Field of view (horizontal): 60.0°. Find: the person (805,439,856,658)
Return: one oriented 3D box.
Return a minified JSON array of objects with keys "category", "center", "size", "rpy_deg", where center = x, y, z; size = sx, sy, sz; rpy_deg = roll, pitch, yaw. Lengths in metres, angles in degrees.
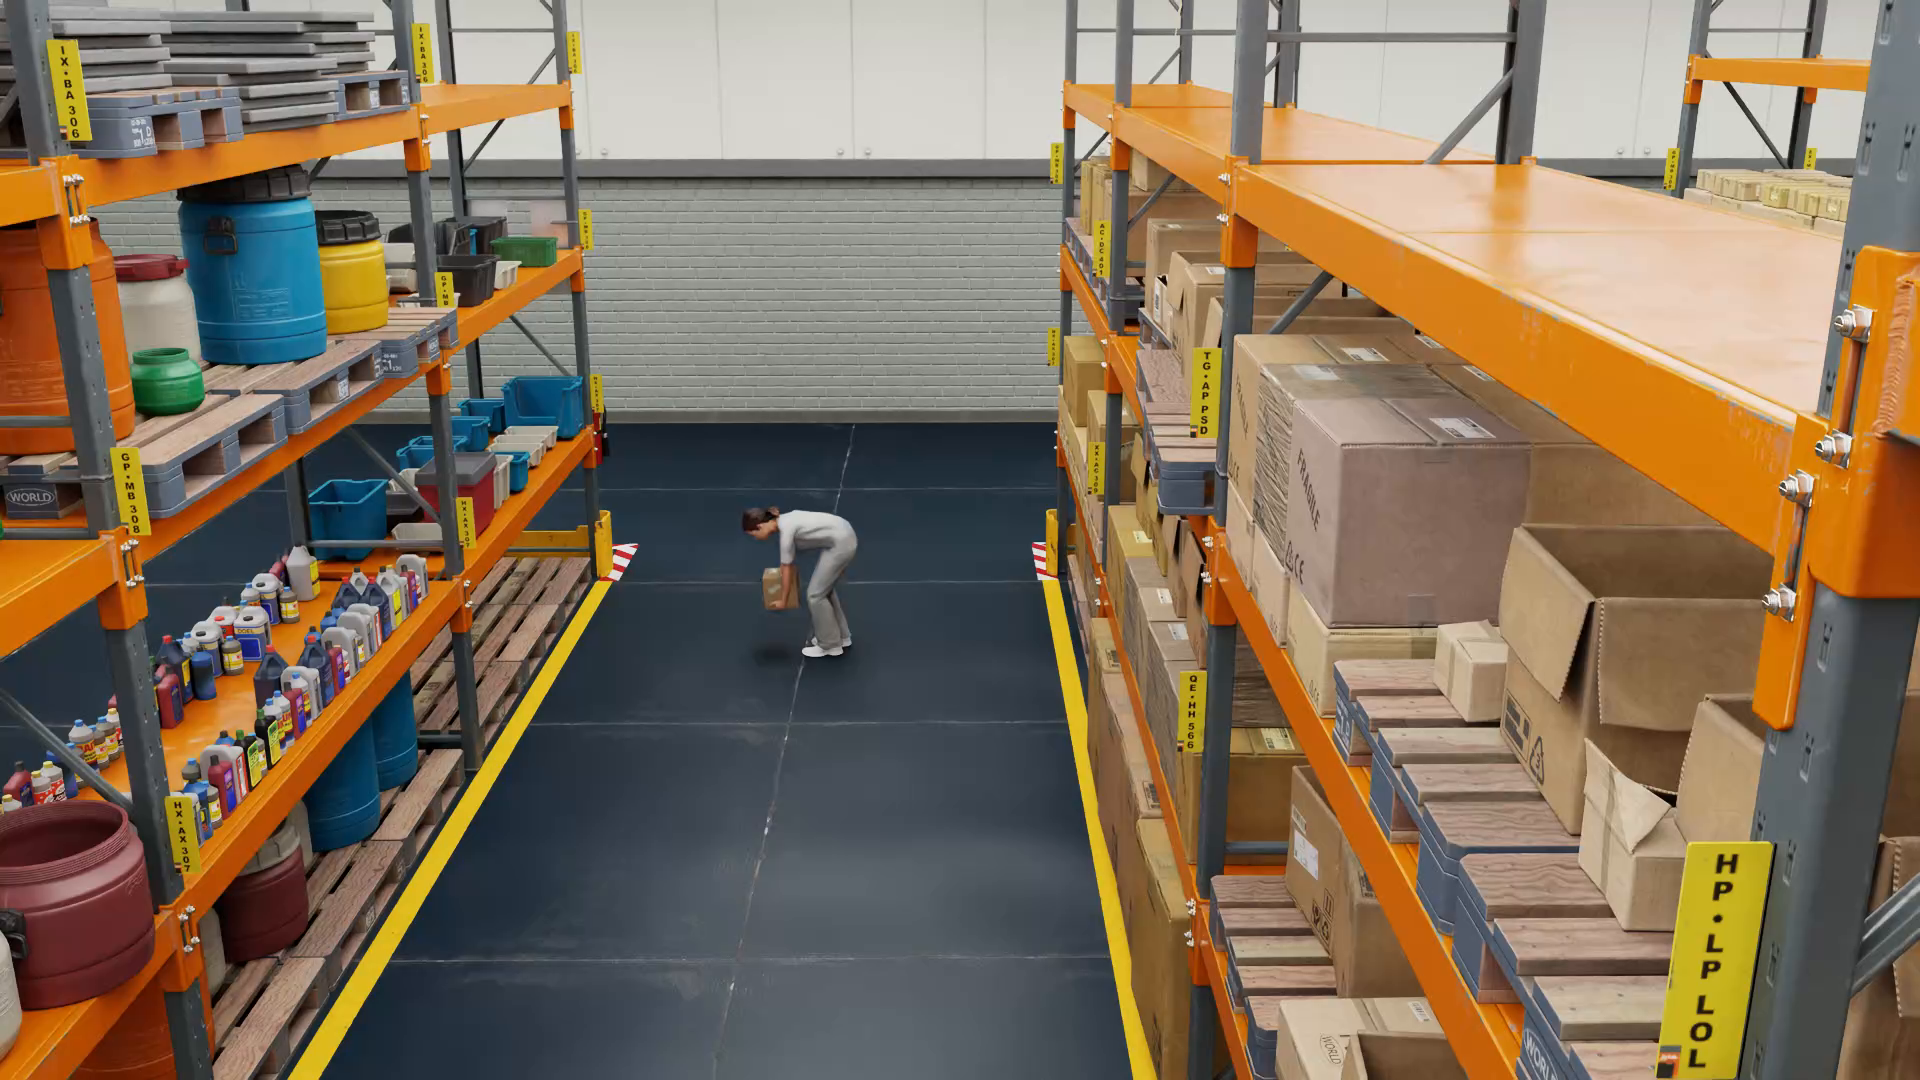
[{"category":"person","center":[-0.985,0.048,12.396],"size":[0.416,1.671,0.499],"rpy_deg":[-1,17,-3]}]
